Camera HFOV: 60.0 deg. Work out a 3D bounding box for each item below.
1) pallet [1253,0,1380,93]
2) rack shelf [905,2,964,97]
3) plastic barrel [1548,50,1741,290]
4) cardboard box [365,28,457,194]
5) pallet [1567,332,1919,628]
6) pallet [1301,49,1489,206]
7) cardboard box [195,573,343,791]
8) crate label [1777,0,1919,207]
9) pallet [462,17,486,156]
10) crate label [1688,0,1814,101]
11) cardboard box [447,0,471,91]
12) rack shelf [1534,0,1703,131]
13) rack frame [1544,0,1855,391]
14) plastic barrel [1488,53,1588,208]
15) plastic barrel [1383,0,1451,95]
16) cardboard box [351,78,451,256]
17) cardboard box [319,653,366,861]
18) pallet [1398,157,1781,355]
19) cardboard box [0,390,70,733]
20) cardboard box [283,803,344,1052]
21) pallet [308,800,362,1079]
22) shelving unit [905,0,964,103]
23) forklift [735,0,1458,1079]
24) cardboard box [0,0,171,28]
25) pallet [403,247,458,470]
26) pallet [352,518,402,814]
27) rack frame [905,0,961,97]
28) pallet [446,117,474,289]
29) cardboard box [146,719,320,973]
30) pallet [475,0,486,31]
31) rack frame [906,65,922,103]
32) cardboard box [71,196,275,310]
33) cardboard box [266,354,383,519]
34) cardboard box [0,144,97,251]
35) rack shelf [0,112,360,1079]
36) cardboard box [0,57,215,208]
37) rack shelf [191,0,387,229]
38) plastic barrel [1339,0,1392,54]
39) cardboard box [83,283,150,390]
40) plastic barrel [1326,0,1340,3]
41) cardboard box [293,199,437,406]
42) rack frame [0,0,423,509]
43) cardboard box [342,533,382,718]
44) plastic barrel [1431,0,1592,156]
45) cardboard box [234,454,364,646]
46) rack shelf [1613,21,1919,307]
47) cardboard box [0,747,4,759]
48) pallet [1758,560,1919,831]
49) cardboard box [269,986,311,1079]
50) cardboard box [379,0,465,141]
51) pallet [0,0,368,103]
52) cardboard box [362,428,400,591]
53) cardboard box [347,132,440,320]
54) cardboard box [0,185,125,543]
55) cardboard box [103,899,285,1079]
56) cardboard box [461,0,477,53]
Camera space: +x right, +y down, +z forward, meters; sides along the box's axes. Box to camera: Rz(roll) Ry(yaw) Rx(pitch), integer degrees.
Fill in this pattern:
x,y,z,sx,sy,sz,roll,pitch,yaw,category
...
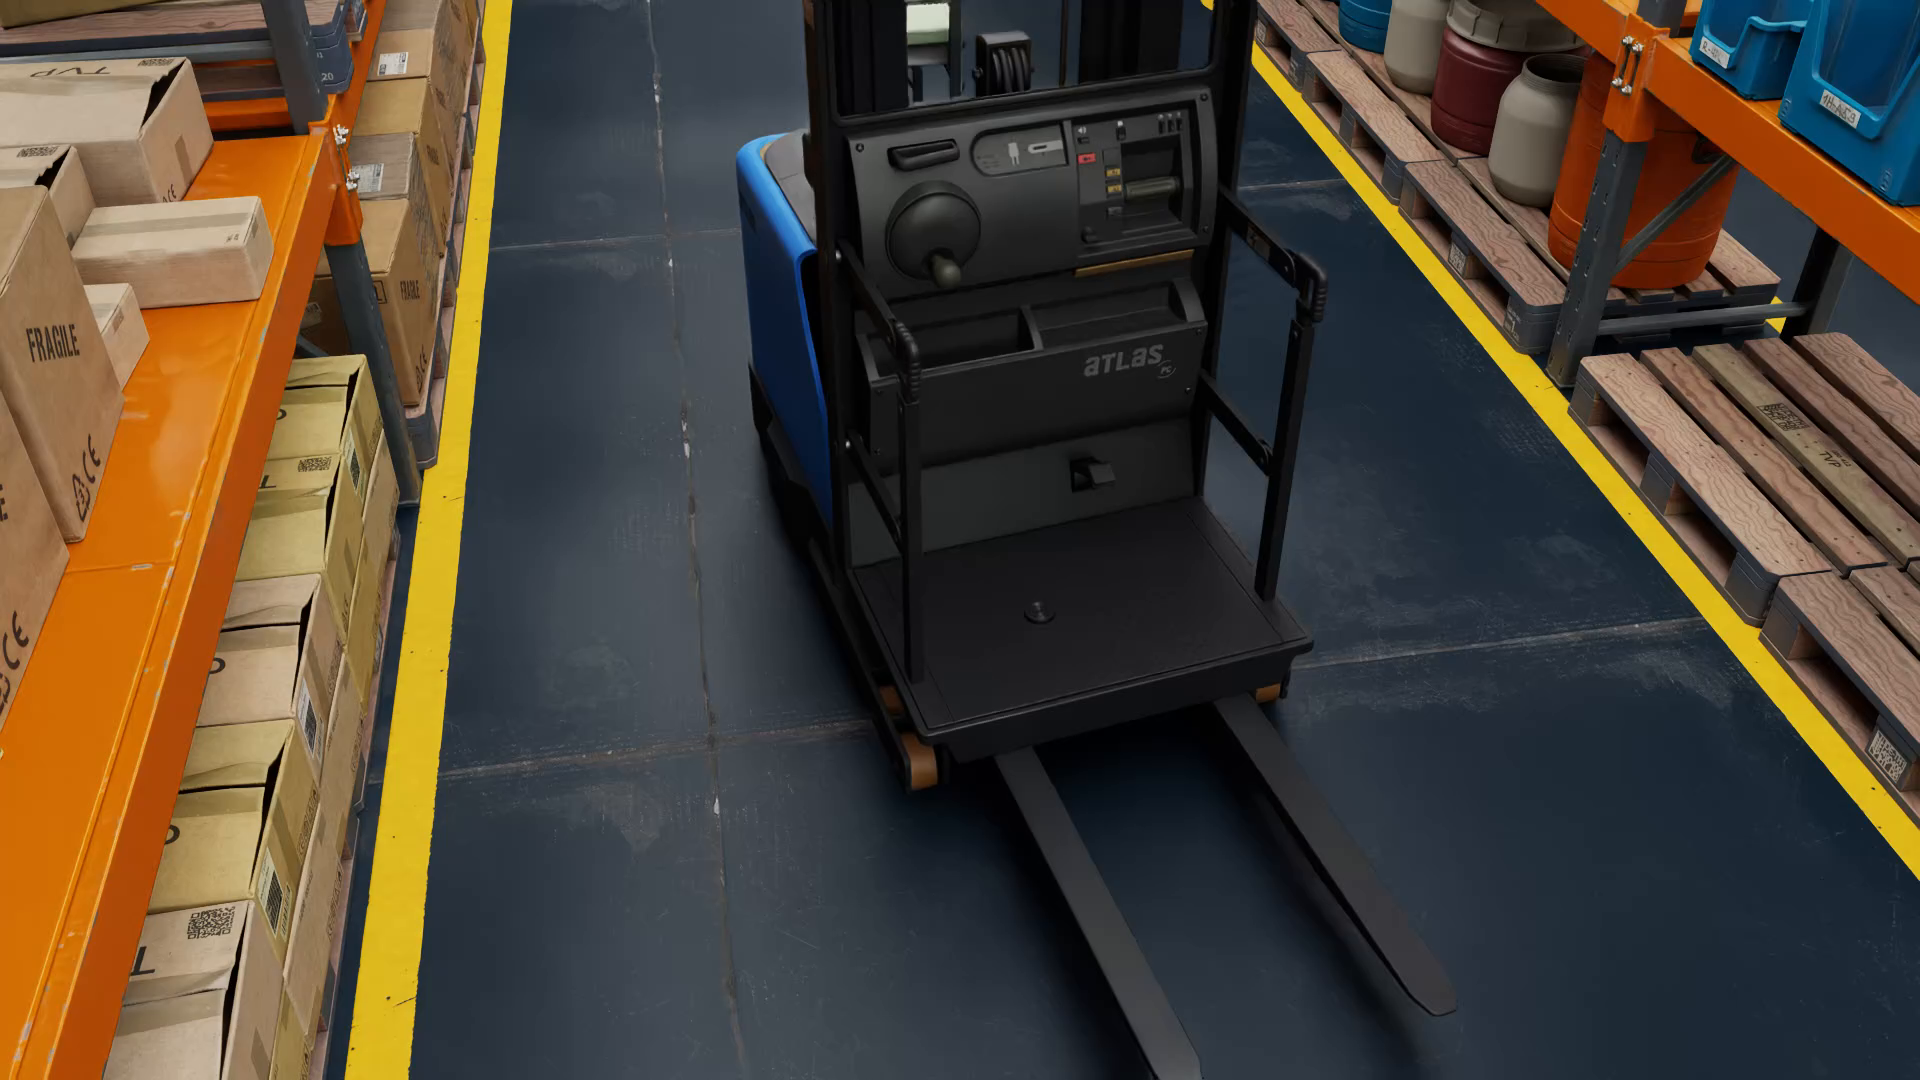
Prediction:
x,y,z,sx,sy,sz,roll,pitch,yaw,category
2.015,-2.653,8.493,1.003,0.211,1.213,-6,38,-8,pallet
-0.266,-1.664,5.533,0.431,0.370,0.720,-7,38,-9,rack shelf
2.520,-1.411,6.048,0.600,0.830,0.708,-6,38,-8,plastic barrel
-2.330,-1.704,6.678,0.500,0.500,0.500,-7,38,-9,cardboard box
2.720,-0.236,5.381,1.003,0.211,1.213,-6,38,-8,pallet
2.233,-1.915,7.543,1.003,0.211,1.213,-6,38,-8,pallet
-1.737,0.328,3.824,0.500,0.311,0.500,-6,38,-8,cardboard box
2.530,-1.194,4.313,0.502,0.435,0.616,-6,38,-8,crate label
-2.776,-2.106,7.789,1.003,0.211,1.213,-6,38,-8,pallet
2.327,-1.448,4.805,0.303,0.233,0.416,-6,38,-8,crate label
-2.509,-2.314,7.463,0.500,0.500,0.500,-6,38,-8,cardboard box
2.272,-2.733,6.909,1.077,0.370,4.000,-6,38,-8,rack shelf
2.622,-1.809,5.133,1.000,3.000,0.127,-6,38,-8,rack frame
2.333,-1.617,6.572,0.421,0.512,0.421,0,38,0,plastic barrel
2.135,-2.299,7.450,0.421,0.512,0.421,0,38,0,plastic barrel
-2.234,-1.390,6.273,0.500,0.500,0.500,-7,38,-9,cardboard box
-1.743,0.548,3.998,0.500,0.250,0.500,-5,38,-7,cardboard box
2.443,-1.179,6.596,1.003,0.211,1.213,-6,38,-8,pallet
-1.852,0.012,2.708,0.500,0.500,0.500,-6,38,-8,cardboard box
-1.650,0.859,3.599,0.500,0.250,0.500,-6,38,-7,cardboard box
-1.938,1.060,3.714,1.003,0.211,1.213,-6,38,-8,pallet
-0.266,-1.356,5.773,0.431,1.500,0.755,-7,38,-9,shelving unit
0.263,-0.780,3.865,1.130,2.935,3.031,-12,39,-15,forklift
-2.476,-1.852,4.765,0.700,0.500,0.500,-19,42,-23,cardboard box
-2.348,-0.632,5.892,1.003,0.211,1.213,-6,38,-8,pallet
-2.149,0.324,4.661,1.003,0.211,1.213,-6,38,-8,pallet
-0.196,-1.135,5.489,0.400,1.500,0.023,-7,38,-9,rack frame
-2.559,-1.367,6.838,1.003,0.211,1.213,-6,38,-8,pallet
-1.652,0.631,3.434,0.500,0.311,0.500,-5,38,-7,cardboard box
-3.076,-3.008,8.950,1.003,0.211,1.213,-6,38,-8,pallet
-0.336,-1.576,6.057,0.400,1.500,0.023,-7,38,-9,rack frame
-1.825,-0.666,3.867,0.380,0.149,0.250,-6,38,-8,cardboard box
-1.921,-0.290,4.620,0.500,0.311,0.500,-5,38,-7,cardboard box
-2.289,-0.682,3.756,0.500,0.311,0.500,-7,38,-8,cardboard box
-1.904,0.214,3.116,1.077,0.370,4.000,-6,38,-8,rack shelf
-2.234,-1.019,4.189,0.500,0.311,0.500,-4,38,-5,cardboard box
-2.605,-2.202,6.226,1.077,0.370,4.000,-6,38,-8,rack shelf
2.124,-2.804,7.782,0.600,0.901,0.708,-6,38,-8,plastic barrel
-1.976,-0.415,3.544,0.380,0.149,0.250,-4,38,-5,cardboard box
2.000,-3.232,8.333,0.600,0.901,0.708,-6,38,-8,plastic barrel
-2.053,-0.771,5.476,0.500,0.500,0.500,-5,38,-6,cardboard box
-2.255,-1.278,4.451,1.000,3.000,0.127,-6,38,-8,rack frame
-1.829,0.244,4.390,0.500,0.250,0.500,-7,38,-8,cardboard box
2.322,-1.998,7.000,0.600,0.588,0.708,-6,38,-8,plastic barrel
-1.823,0.023,4.217,0.500,0.311,0.500,-7,38,-9,cardboard box
2.973,-0.317,3.799,1.077,0.370,4.000,-6,38,-8,rack shelf
-1.764,0.314,2.319,0.500,0.500,0.500,-4,38,-5,cardboard box
2.931,0.500,4.435,1.003,0.211,1.213,-6,38,-8,pallet
-1.562,1.166,3.203,0.500,0.250,0.500,-7,38,-9,cardboard box
-2.422,-2.011,7.073,0.500,0.500,0.500,-6,38,-7,cardboard box
-2.443,-1.604,5.027,1.213,0.211,1.003,-6,38,-8,pallet
-1.922,-0.067,4.790,0.500,0.250,0.500,-5,38,-7,cardboard box
-2.151,-1.086,5.882,0.500,0.500,0.500,-8,38,-10,cardboard box
-1.945,-0.306,3.118,0.500,0.500,0.500,-8,39,-10,cardboard box
-1.555,0.944,3.031,0.500,0.311,0.500,-7,38,-9,cardboard box
-2.587,-2.614,7.848,0.500,0.500,0.500,-6,38,-8,cardboard box
